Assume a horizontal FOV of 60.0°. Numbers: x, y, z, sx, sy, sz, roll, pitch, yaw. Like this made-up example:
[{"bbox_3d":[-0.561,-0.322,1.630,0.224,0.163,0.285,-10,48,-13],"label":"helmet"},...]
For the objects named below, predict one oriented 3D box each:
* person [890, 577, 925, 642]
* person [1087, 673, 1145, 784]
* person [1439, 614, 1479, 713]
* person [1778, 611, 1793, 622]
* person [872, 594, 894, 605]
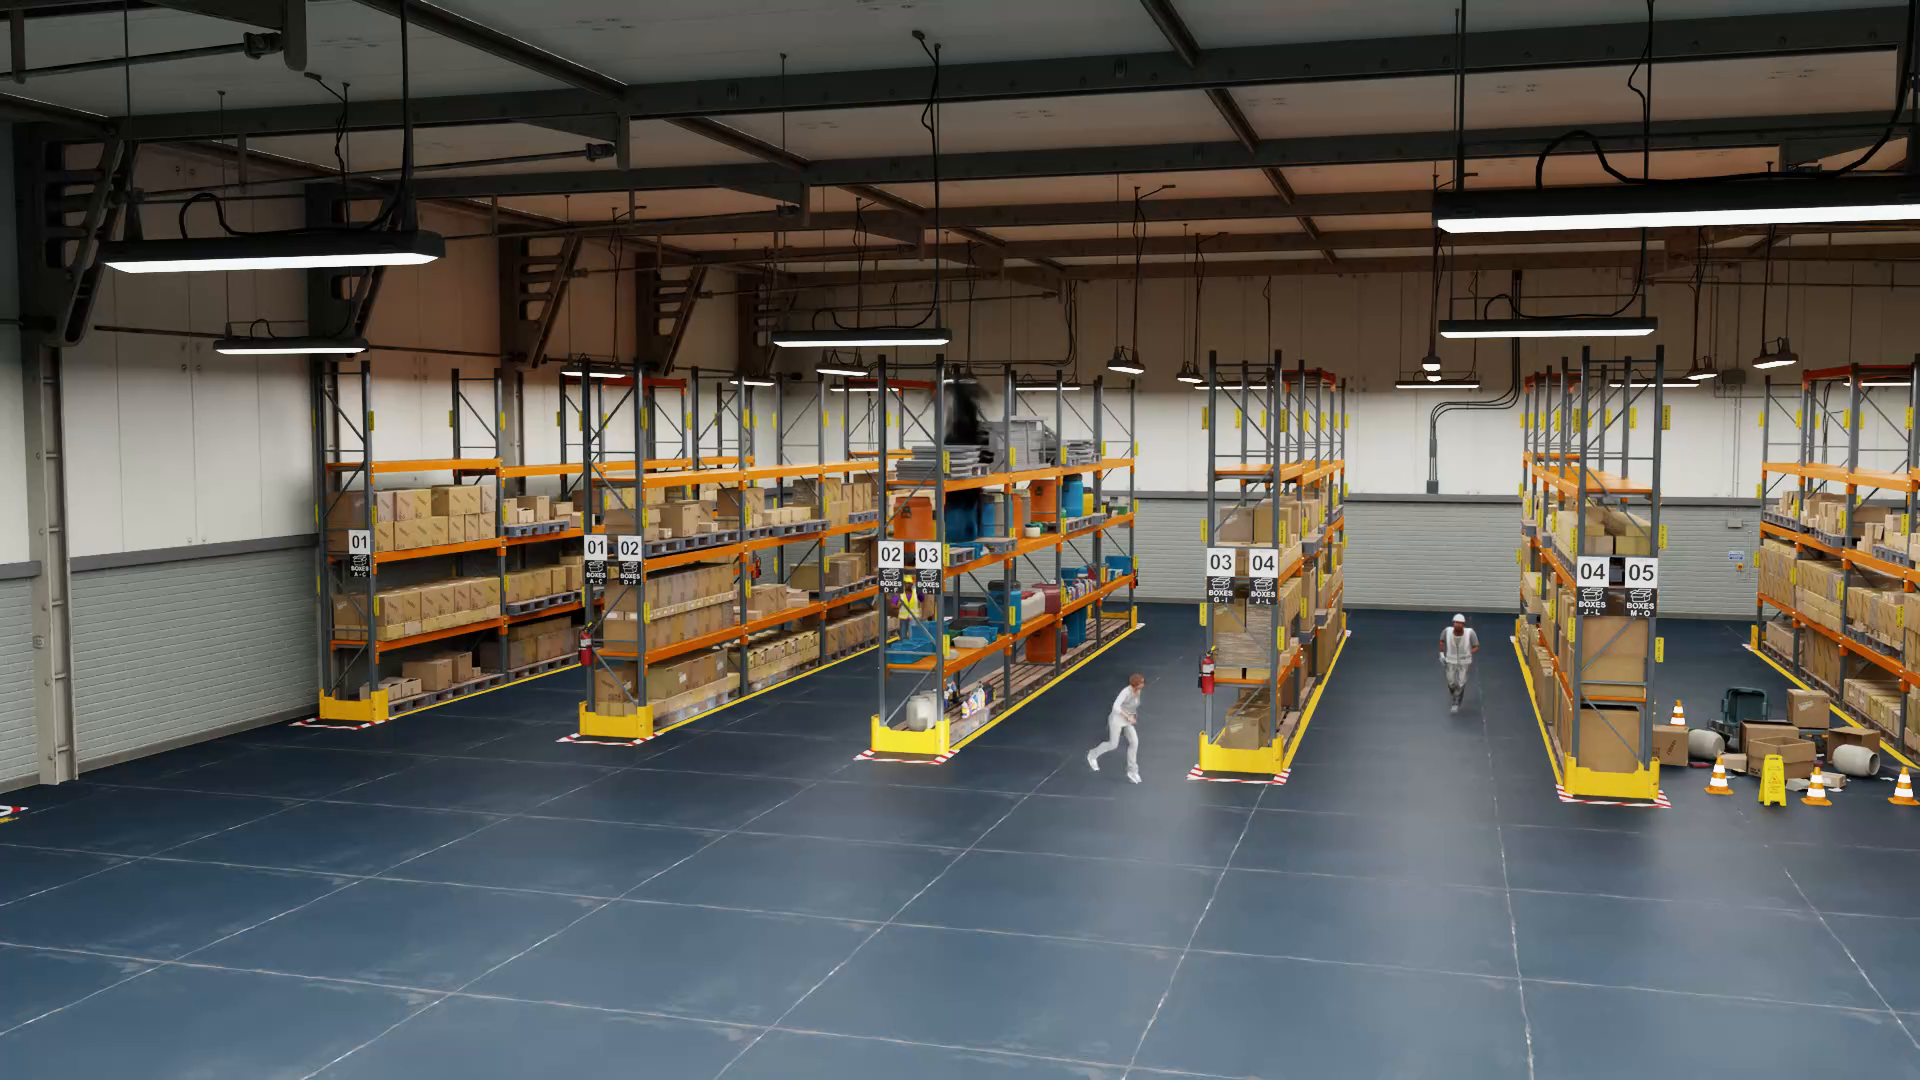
[{"bbox_3d":[-1.083,1.633,34.546,0.720,1.751,0.926,0,4,-1],"label":"person"},{"bbox_3d":[2.184,2.599,23.281,0.919,1.546,0.575,3,5,34],"label":"person"},{"bbox_3d":[8.523,2.110,28.430,0.657,1.713,0.662,1,4,17],"label":"person"},{"bbox_3d":[18.756,1.504,37.498,0.649,1.660,0.593,-3,5,-36],"label":"person"},{"bbox_3d":[-1.945,1.040,43.786,0.850,1.659,0.575,4,6,44],"label":"person"}]
